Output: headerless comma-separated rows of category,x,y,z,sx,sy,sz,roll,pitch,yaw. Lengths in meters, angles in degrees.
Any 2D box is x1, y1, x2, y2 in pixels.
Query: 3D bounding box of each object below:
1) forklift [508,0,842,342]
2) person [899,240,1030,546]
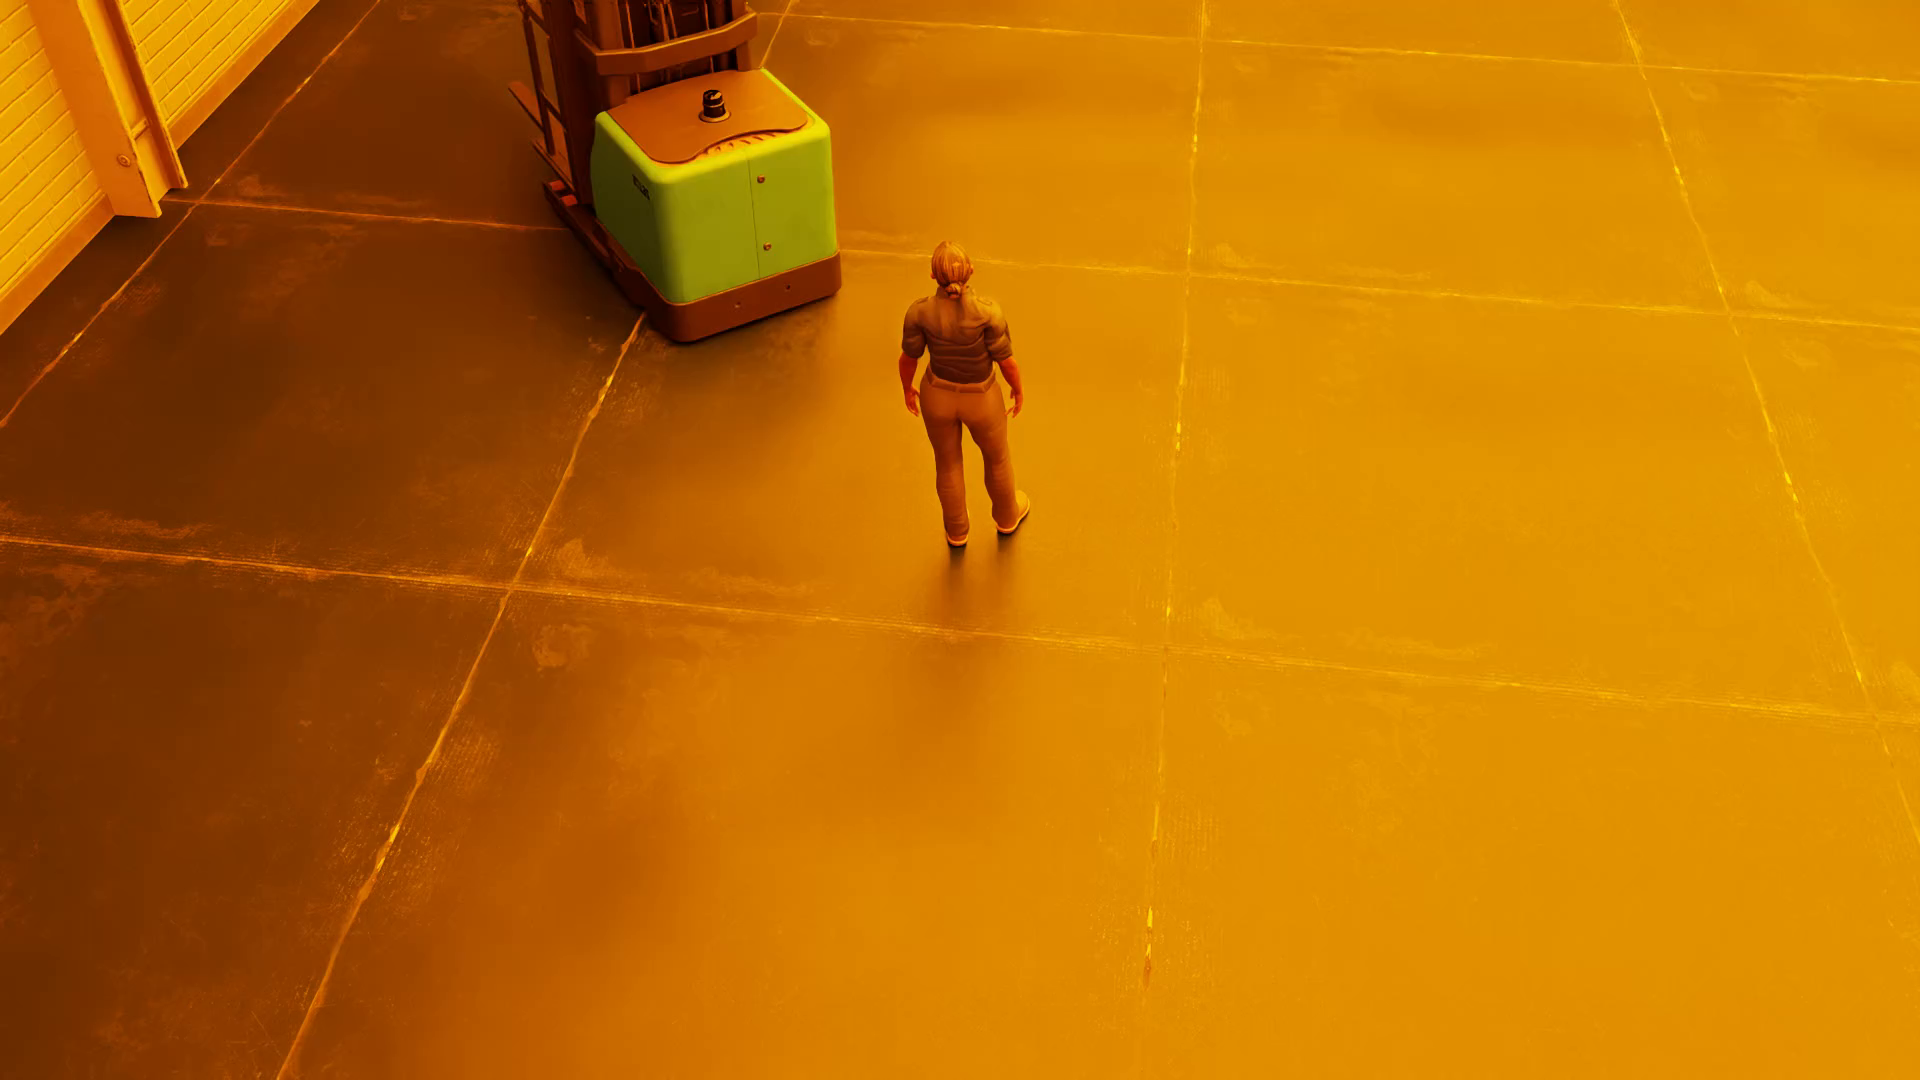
forklift,-1.859,-3.124,9.125,1.130,2.935,3.031,-22,47,-23
person,0.031,-0.672,7.389,0.570,1.656,0.503,5,43,6
